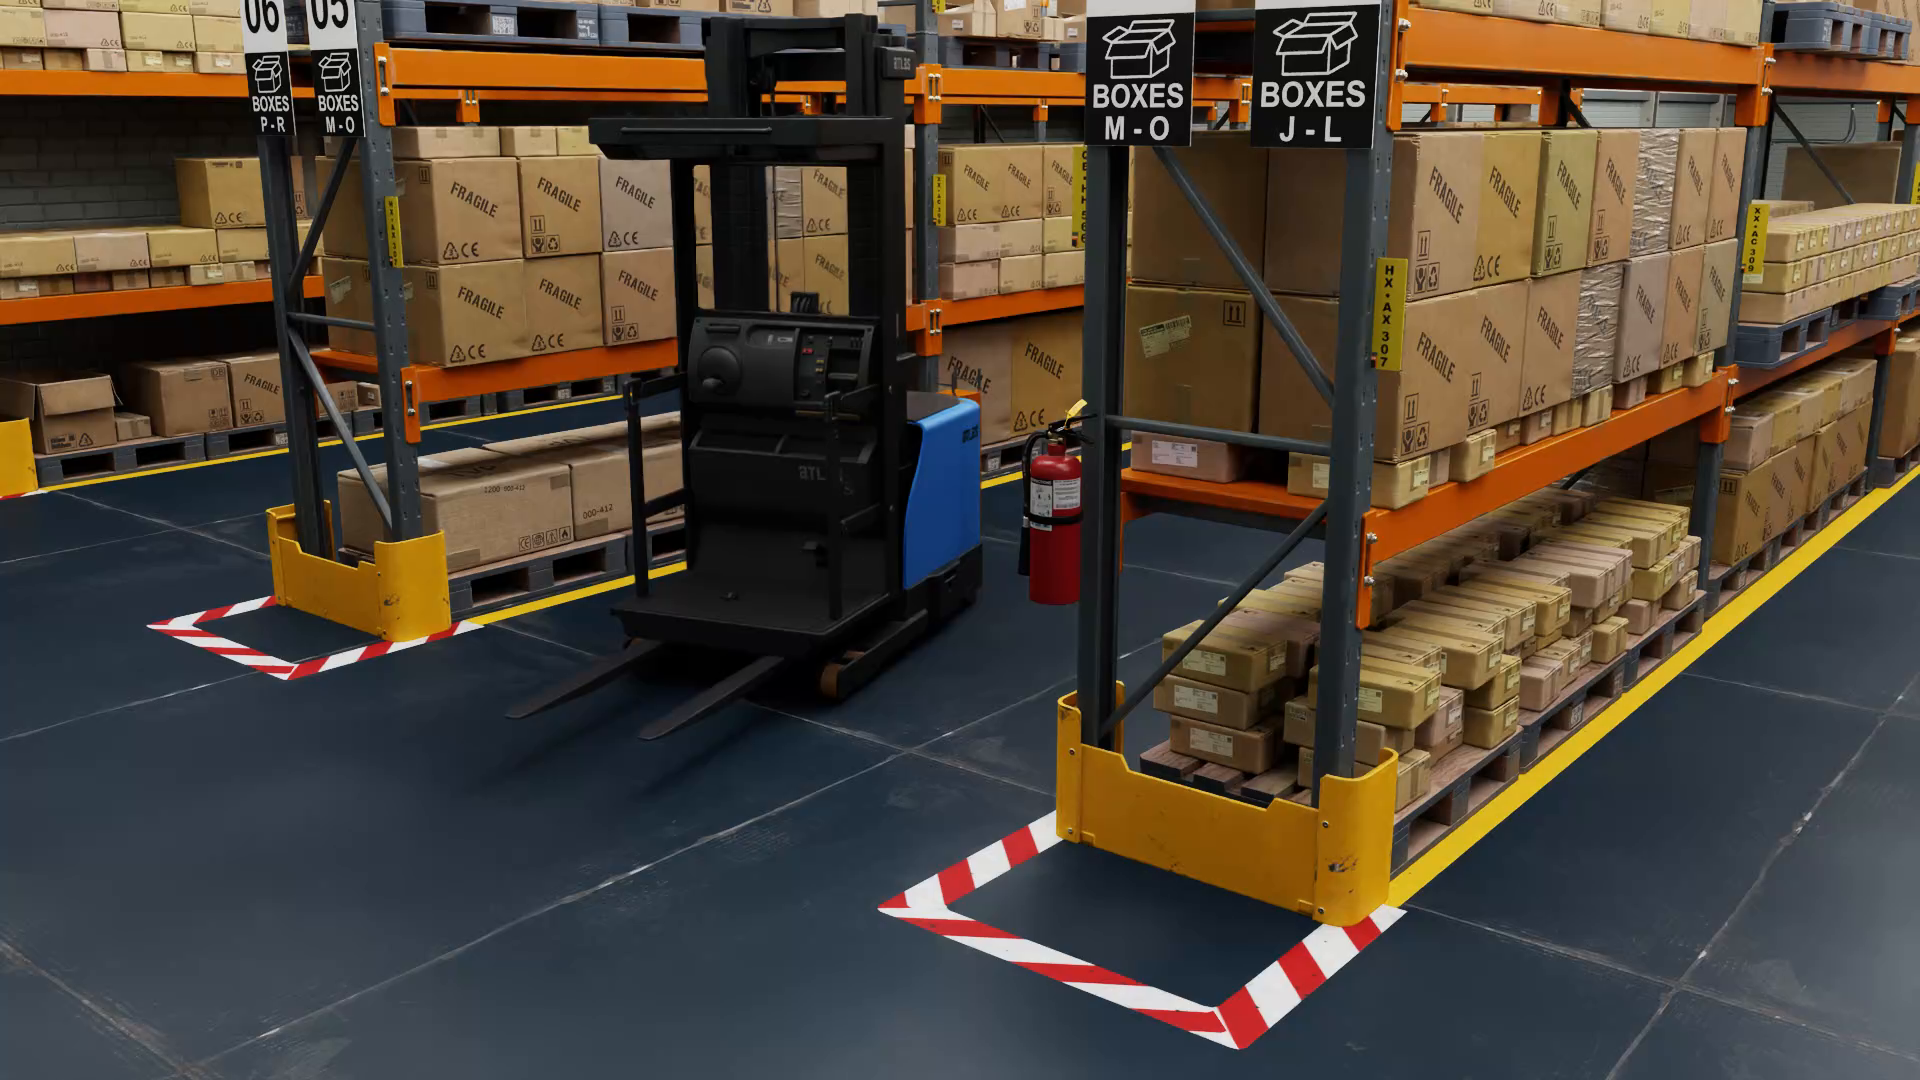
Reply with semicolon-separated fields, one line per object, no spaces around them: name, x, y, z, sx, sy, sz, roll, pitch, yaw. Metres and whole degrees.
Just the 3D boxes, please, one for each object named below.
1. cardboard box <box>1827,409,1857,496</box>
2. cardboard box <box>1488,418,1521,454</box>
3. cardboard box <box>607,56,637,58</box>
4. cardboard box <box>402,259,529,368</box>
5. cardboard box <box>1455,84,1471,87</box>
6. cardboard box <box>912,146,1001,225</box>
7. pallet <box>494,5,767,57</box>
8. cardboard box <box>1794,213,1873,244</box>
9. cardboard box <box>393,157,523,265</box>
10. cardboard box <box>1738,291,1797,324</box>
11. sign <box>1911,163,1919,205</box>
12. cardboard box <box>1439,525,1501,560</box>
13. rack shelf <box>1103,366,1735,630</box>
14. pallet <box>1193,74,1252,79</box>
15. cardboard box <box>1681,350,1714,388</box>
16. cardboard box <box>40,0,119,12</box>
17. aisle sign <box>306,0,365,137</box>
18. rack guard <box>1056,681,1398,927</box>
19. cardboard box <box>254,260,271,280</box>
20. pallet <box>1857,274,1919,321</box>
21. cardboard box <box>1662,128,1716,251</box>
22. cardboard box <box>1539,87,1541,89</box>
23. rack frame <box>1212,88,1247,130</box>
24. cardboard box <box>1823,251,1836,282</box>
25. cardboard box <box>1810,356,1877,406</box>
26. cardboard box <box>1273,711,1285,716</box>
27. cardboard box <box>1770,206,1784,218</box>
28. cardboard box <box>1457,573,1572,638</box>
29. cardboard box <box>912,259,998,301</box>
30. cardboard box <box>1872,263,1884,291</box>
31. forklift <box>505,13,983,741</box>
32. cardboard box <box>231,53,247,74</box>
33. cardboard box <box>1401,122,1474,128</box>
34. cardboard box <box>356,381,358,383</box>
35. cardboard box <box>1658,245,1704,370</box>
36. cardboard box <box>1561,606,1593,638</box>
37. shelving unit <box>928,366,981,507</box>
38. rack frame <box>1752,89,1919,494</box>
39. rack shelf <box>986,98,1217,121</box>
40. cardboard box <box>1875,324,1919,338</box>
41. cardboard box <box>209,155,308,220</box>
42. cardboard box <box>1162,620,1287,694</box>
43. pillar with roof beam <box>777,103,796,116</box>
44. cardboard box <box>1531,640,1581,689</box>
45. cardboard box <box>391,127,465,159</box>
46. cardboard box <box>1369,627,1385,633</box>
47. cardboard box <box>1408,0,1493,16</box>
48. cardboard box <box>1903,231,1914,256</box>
cardboard box;5.321;-0.585;10.556;0.500;0.500;0.500;12;19;40
cardboard box;1.875;-0.433;6.244;0.380;0.149;0.250;11;18;37
cardboard box;-3.154;-4.674;15.833;0.380;0.149;0.250;11;18;37
cardboard box;-2.556;-1.168;8.427;0.500;0.500;0.500;11;18;37
cardboard box;5.058;-4.765;17.208;0.380;0.149;0.250;11;18;38
cardboard box;-0.067;-2.411;11.289;0.500;0.500;0.500;12;18;38
pallet;-1.857;-2.862;9.383;1.003;0.211;1.213;11;18;38
cardboard box;4.930;-1.766;9.432;0.380;0.149;0.250;12;19;39
cardboard box;-2.558;-1.653;8.305;0.500;0.500;0.500;11;18;36
cardboard box;3.952;-1.178;8.325;0.380;0.149;0.250;10;17;35
sign;6.288;-2.299;10.888;0.100;0.325;0.005;11;18;38
cardboard box;2.259;0.021;7.676;0.380;0.149;0.250;12;18;39
rack shelf;2.089;-0.360;6.910;1.077;0.370;4.000;11;18;38
pallet;1.583;-3.835;13.420;1.213;0.211;1.003;12;19;40
cardboard box;3.272;-0.813;7.741;0.380;0.149;0.250;11;18;36
cardboard box;-6.136;-3.748;11.378;0.500;0.250;0.500;11;18;37
aisle sign;-2.901;-2.274;7.701;0.394;0.787;0.004;11;18;38
rack guard;0.880;0.871;5.678;1.175;0.500;0.348;11;18;38
cardboard box;-5.418;-2.091;12.773;0.380;0.149;0.250;11;18;37
pallet;5.495;-1.612;10.766;1.213;0.211;1.003;11;18;38
cardboard box;2.941;-1.537;7.245;0.500;0.500;0.500;11;18;36
cardboard box;6.433;-5.221;18.999;0.380;0.149;0.250;11;18;38
rack frame;1.947;-2.605;14.283;1.000;3.000;0.127;11;18;38
cardboard box;4.438;-1.471;8.876;0.380;0.149;0.250;10;18;35
cardboard box;5.635;-1.042;10.833;0.500;0.250;0.500;11;18;36
cardboard box;1.084;0.654;6.392;0.380;0.149;0.250;12;19;39
cardboard box;4.928;-2.021;10.434;0.380;0.149;0.250;10;18;35
cardboard box;2.238;0.261;6.732;0.380;0.149;0.250;12;18;38
cardboard box;-0.085;-1.809;11.457;0.500;0.250;0.500;11;18;36
cardboard box;5.262;-1.579;9.902;0.380;0.149;0.250;10;18;35
forklift;-0.903;-0.829;7.432;1.130;2.935;3.031;6;15;21
cardboard box;-5.371;-3.524;12.321;0.380;0.149;0.250;12;18;39
cardboard box;4.906;-4.099;17.326;0.700;0.500;0.500;11;18;37
cardboard box;-5.029;-1.416;14.214;0.500;0.311;0.500;12;19;39
cardboard box;2.935;-1.049;7.352;0.500;0.500;0.500;11;18;36
cardboard box;2.518;0.292;7.213;0.380;0.149;0.250;10;17;35
shelving unit;-0.034;-0.499;9.953;0.215;1.050;0.252;11;18;38
rack frame;5.860;-1.858;11.344;1.000;3.000;0.127;11;18;38
rack shelf;1.855;-5.626;21.547;1.077;0.370;4.000;11;18;38
cardboard box;6.860;-1.242;12.635;1.050;0.750;0.750;12;18;38
cardboard box;-5.573;-2.797;13.218;0.500;0.500;0.500;11;18;36
cardboard box;0.968;0.423;6.093;0.380;0.149;0.250;12;18;38
pillar with roof beam;1.550;-6.003;15.475;9.100;9.000;0.400;11;18;38
cardboard box;2.372;0.503;6.987;0.380;0.149;0.250;11;18;38
cardboard box;-2.643;-1.945;8.136;0.380;0.149;0.250;12;18;39
cardboard box;1.516;0.428;6.680;0.380;0.149;0.250;11;18;37
cardboard box;1.313;-1.753;5.145;0.500;0.250;0.500;12;19;39
cardboard box;5.738;-1.867;10.435;0.380;0.149;0.250;12;19;40
